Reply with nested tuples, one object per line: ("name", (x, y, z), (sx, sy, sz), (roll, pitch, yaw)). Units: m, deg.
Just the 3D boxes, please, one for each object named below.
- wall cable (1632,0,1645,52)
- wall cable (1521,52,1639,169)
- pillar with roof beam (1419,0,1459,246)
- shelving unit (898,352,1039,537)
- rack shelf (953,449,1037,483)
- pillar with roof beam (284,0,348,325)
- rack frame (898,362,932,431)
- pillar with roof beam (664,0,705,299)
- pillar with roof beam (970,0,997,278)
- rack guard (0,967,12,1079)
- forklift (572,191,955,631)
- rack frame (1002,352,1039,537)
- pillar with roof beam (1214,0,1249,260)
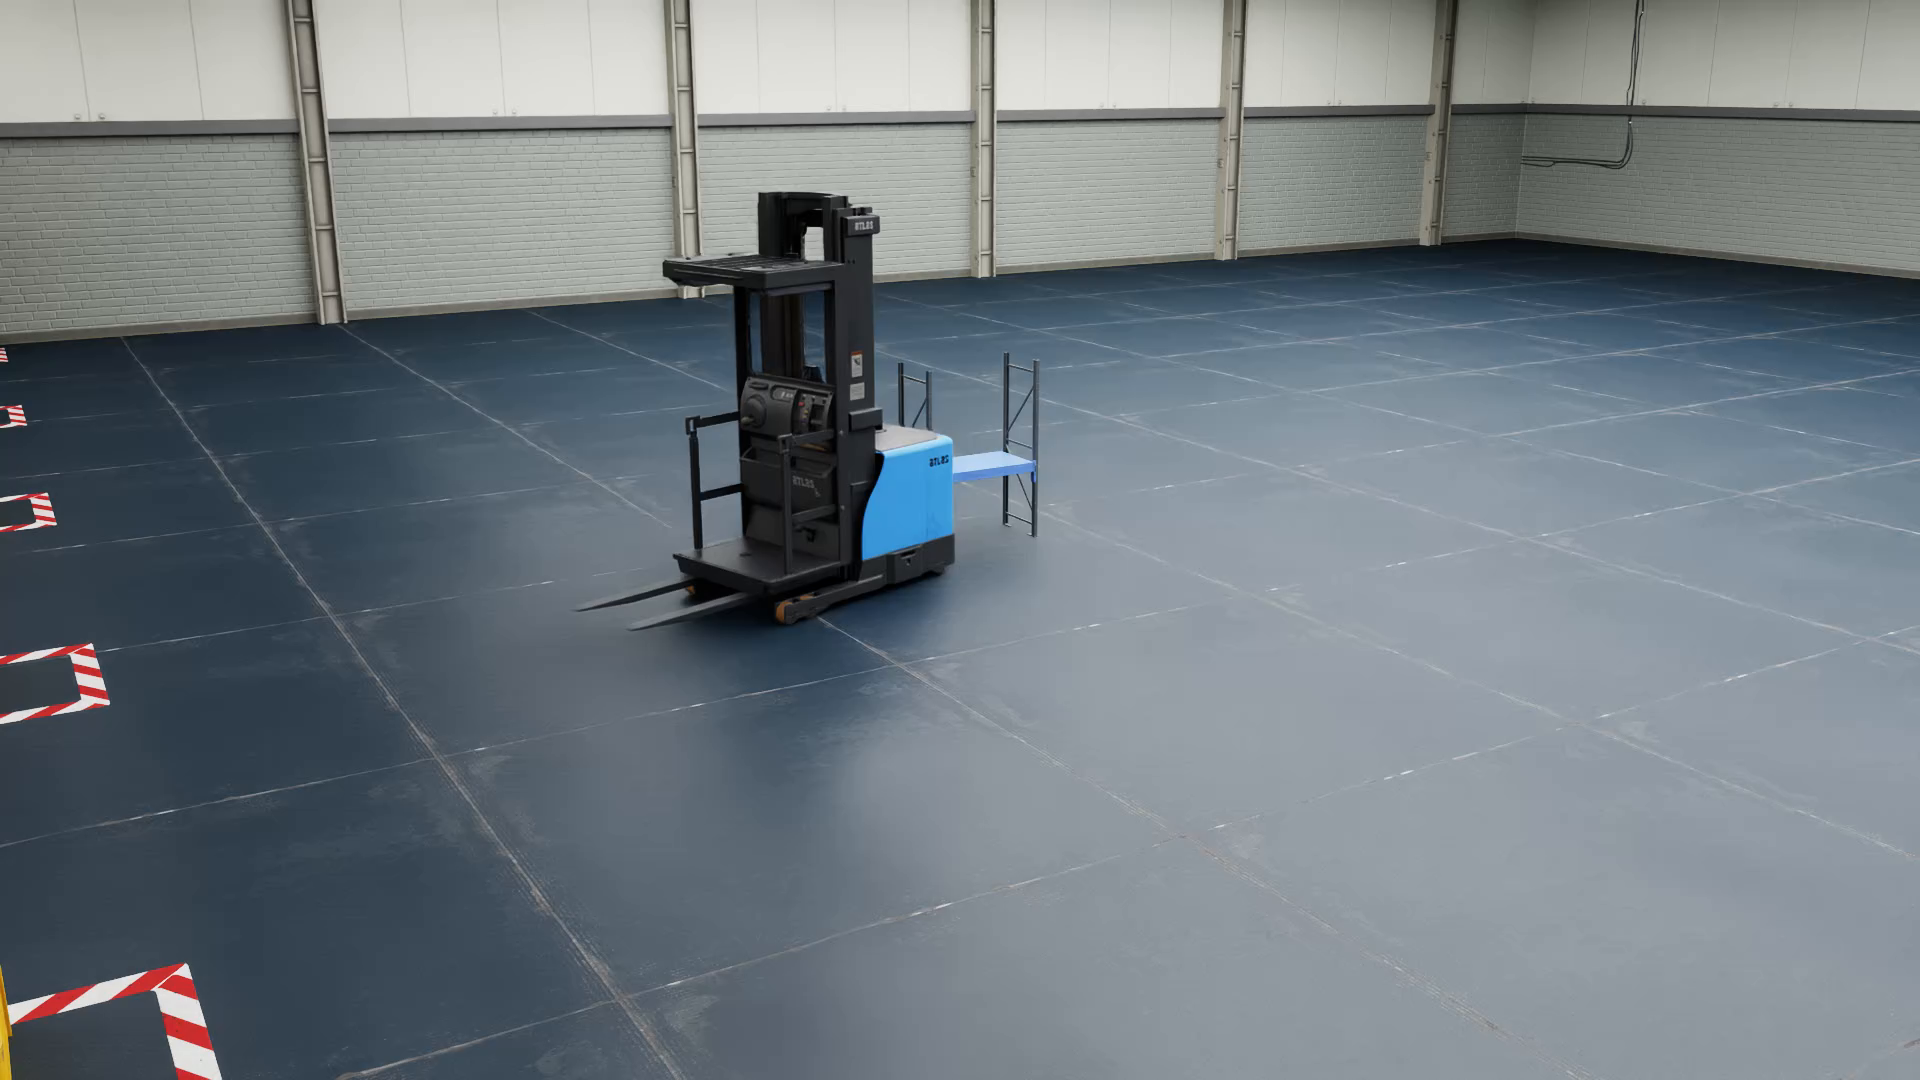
("wall cable", (15.328, -11.496, 34.646), (0.112, 2.526, 3.097), (-9, 18, -30))
("wall cable", (13.934, -9.691, 37.561), (0.112, 2.526, 3.097), (-9, 18, -30))
("pillar with roof beam", (12.945, -10.086, 33.219), (0.400, 9.000, 9.100), (-9, 18, -30))
("shelving unit", (0.073, -0.734, 13.750), (1.048, 1.500, 0.538), (-9, 18, -30))
("rack shelf", (0.073, -0.561, 13.798), (1.000, 0.185, 0.538), (-9, 18, -30))
("pillar with roof beam", (-7.627, -6.750, 21.318), (0.400, 9.000, 9.100), (-9, 18, -30))
("rack frame", (-0.363, -0.663, 13.498), (0.032, 1.500, 0.500), (-9, 18, -30))
("pillar with roof beam", (-2.484, -7.584, 24.293), (0.400, 9.000, 9.100), (-9, 18, -30))
("pillar with roof beam", (2.659, -8.418, 27.268), (0.400, 9.000, 9.100), (-9, 18, -30))
("rack guard", (-3.753, 1.900, 6.205), (0.348, 0.500, 1.175), (-9, 18, -30))
("forklift", (-1.400, -0.966, 11.925), (1.130, 2.935, 3.031), (14, 21, 40))
("rack frame", (0.509, -0.805, 14.002), (0.032, 1.500, 0.500), (-9, 18, -30))
("pillar with roof beam", (7.802, -9.252, 30.244), (0.400, 9.000, 9.100), (-9, 18, -30))
